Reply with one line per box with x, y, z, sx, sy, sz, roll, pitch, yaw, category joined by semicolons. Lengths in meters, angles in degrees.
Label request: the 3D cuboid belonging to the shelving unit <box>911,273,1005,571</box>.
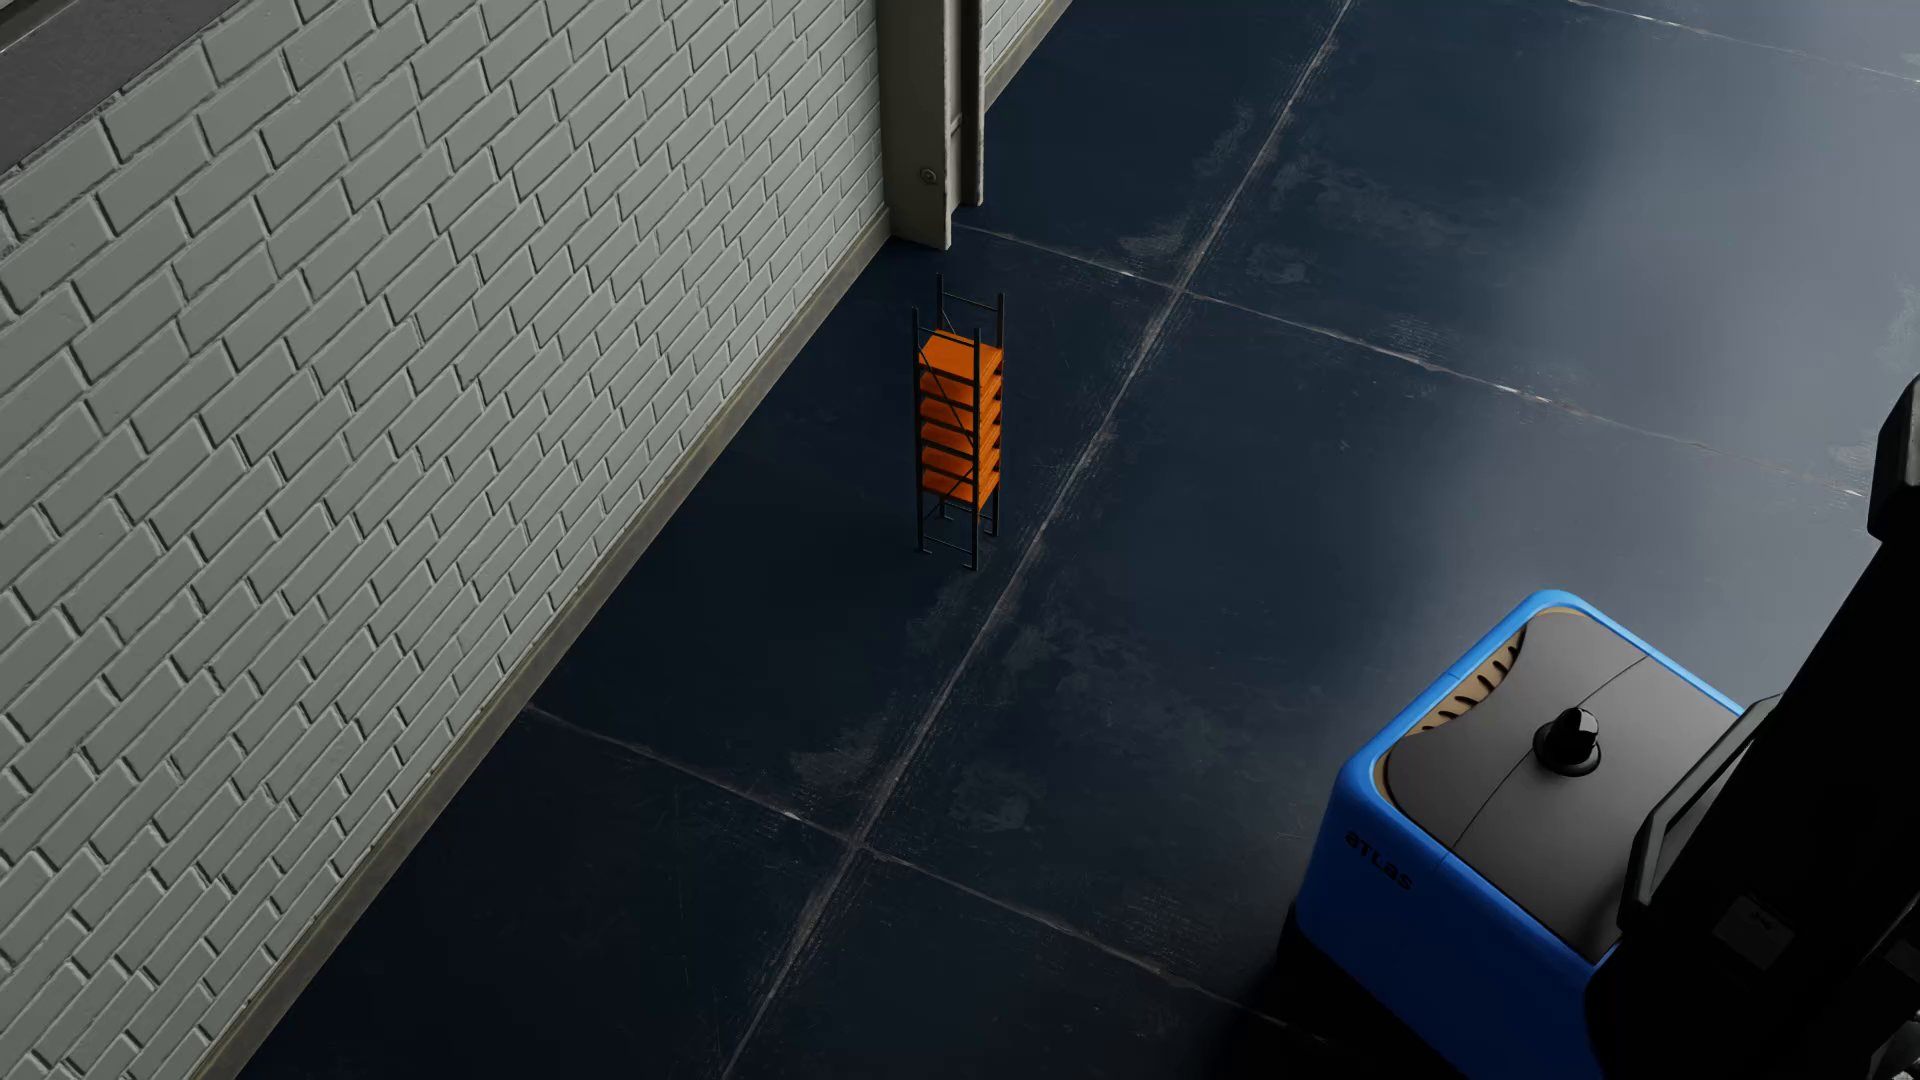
-0.006;-0.379;5.785;0.258;1.200;0.189;20;52;16;shelving unit

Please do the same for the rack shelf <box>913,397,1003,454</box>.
-0.006;-0.428;5.727;0.258;0.103;0.180;20;52;16;rack shelf

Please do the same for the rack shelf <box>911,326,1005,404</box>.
-0.006;-0.583;5.544;0.258;0.103;0.180;20;52;16;rack shelf

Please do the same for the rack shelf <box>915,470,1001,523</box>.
-0.006;-0.195;6.001;0.258;0.103;0.180;20;52;16;rack shelf

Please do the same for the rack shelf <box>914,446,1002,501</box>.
-0.006;-0.272;5.910;0.258;0.103;0.180;20;52;16;rack shelf

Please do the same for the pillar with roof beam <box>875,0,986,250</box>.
3.776;-2.978;2.875;9.100;9.000;0.400;20;52;16;pillar with roof beam

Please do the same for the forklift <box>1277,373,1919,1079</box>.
2.337;0.936;3.529;1.130;2.935;3.031;-35;58;-26;forklift

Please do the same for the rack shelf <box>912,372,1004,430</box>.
-0.006;-0.506;5.636;0.258;0.103;0.180;20;52;16;rack shelf

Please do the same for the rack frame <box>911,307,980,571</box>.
-0.045;-0.316;5.731;0.240;1.200;0.006;20;52;16;rack frame

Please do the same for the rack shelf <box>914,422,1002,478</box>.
-0.006;-0.350;5.818;0.258;0.103;0.180;20;52;16;rack shelf

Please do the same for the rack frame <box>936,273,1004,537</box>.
0.033;-0.442;5.838;0.240;1.200;0.006;20;52;16;rack frame
